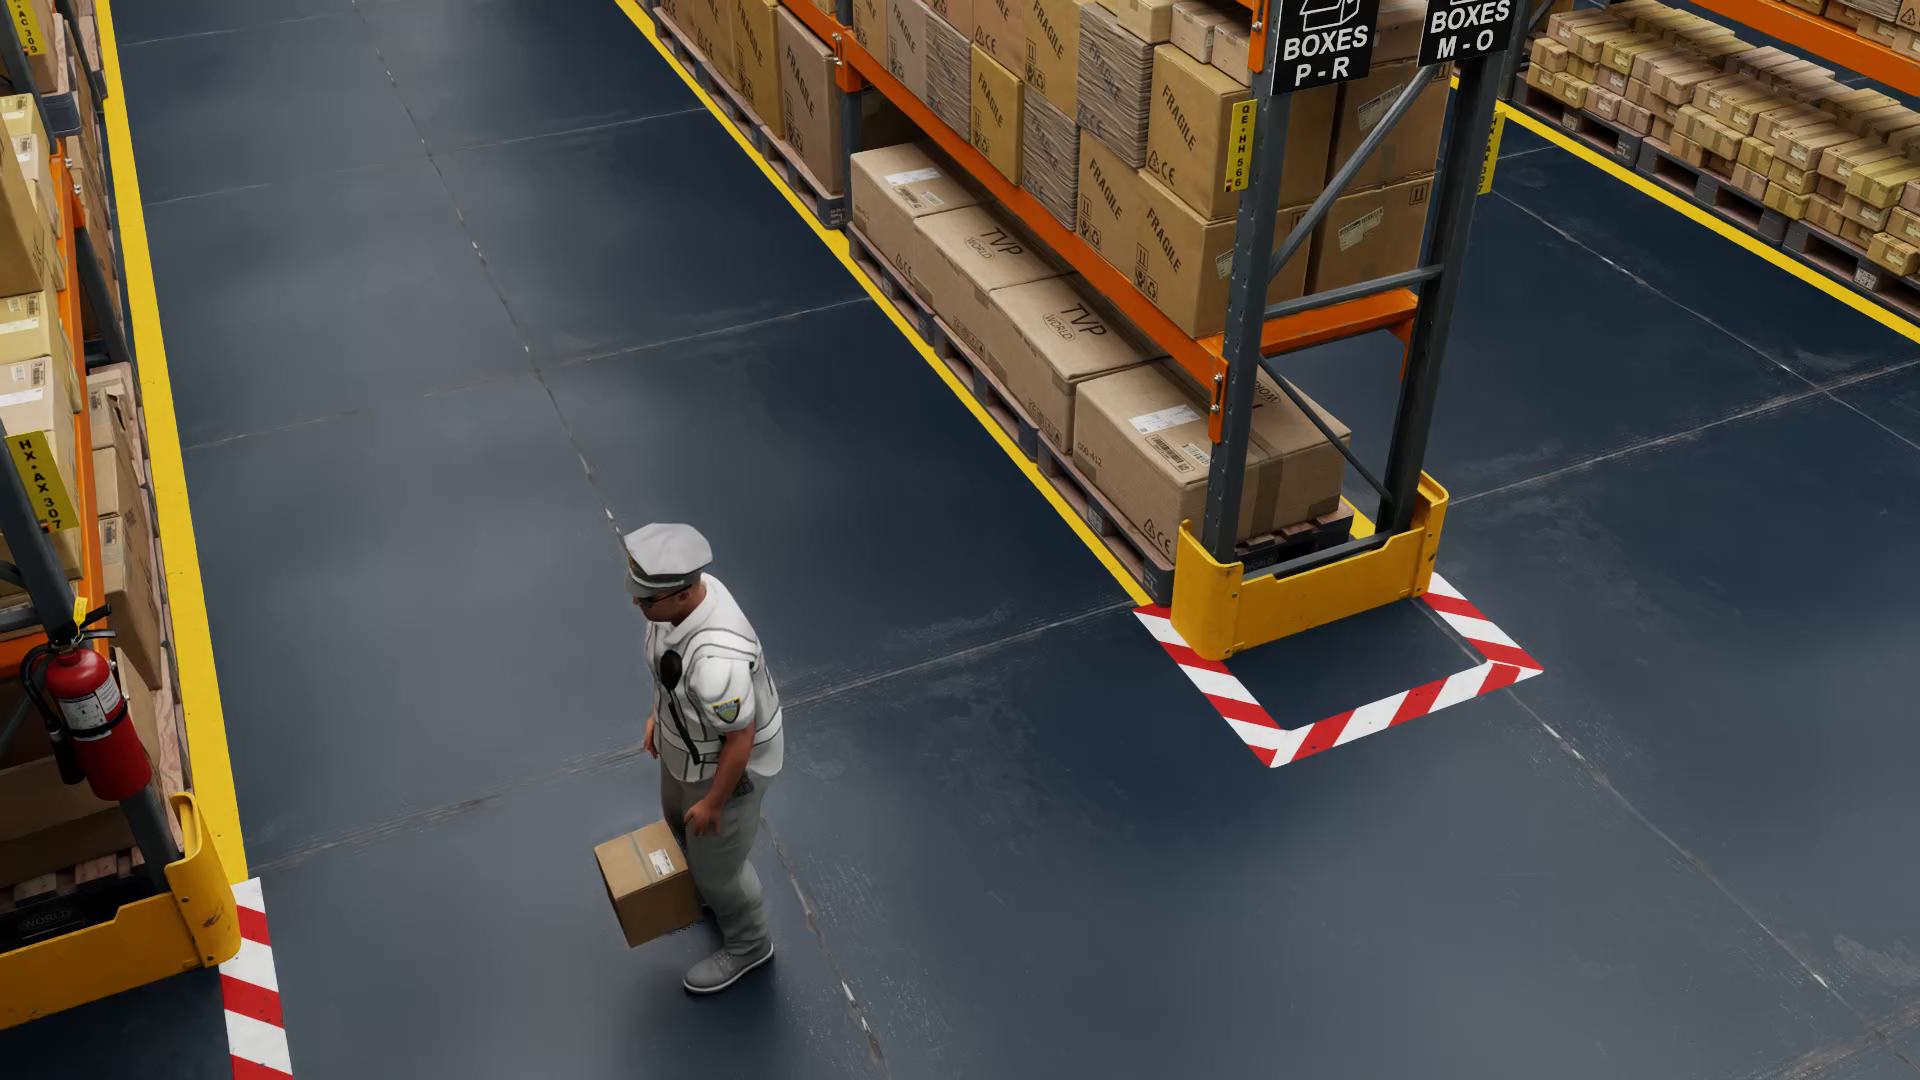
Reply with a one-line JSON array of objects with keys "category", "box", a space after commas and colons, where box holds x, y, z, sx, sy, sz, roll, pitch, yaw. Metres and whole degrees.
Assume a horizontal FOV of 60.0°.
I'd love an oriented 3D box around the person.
[{"category": "person", "box": [-0.794, 0.673, 5.248, 0.444, 1.752, 0.566, -17, 40, -21]}]
